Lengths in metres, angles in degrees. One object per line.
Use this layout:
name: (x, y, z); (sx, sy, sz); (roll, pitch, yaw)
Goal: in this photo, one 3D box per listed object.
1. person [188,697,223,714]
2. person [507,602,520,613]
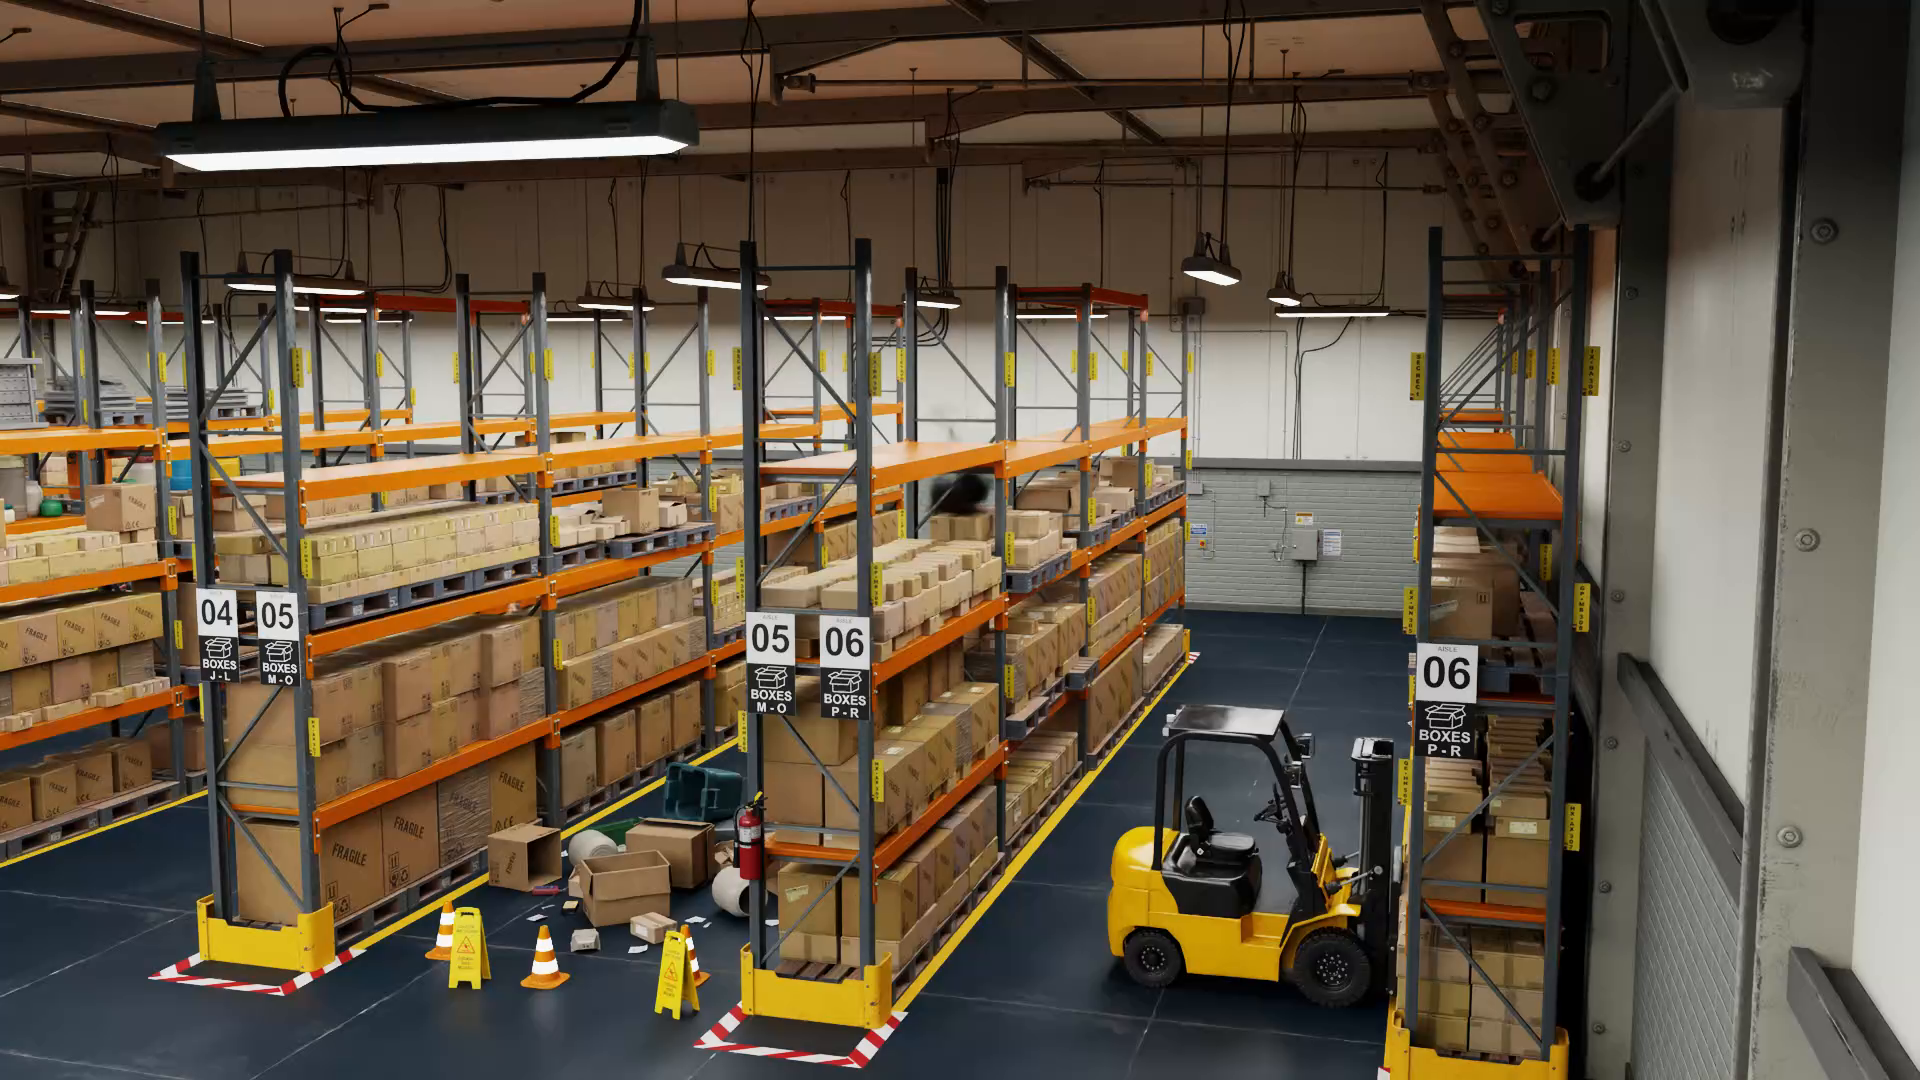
person: (-10.224, 1.849, 22.541); (0.544, 1.644, 0.664); (1, 7, 13)
person: (-6.405, 1.684, 23.963); (0.571, 1.640, 0.669); (1, 7, 13)
